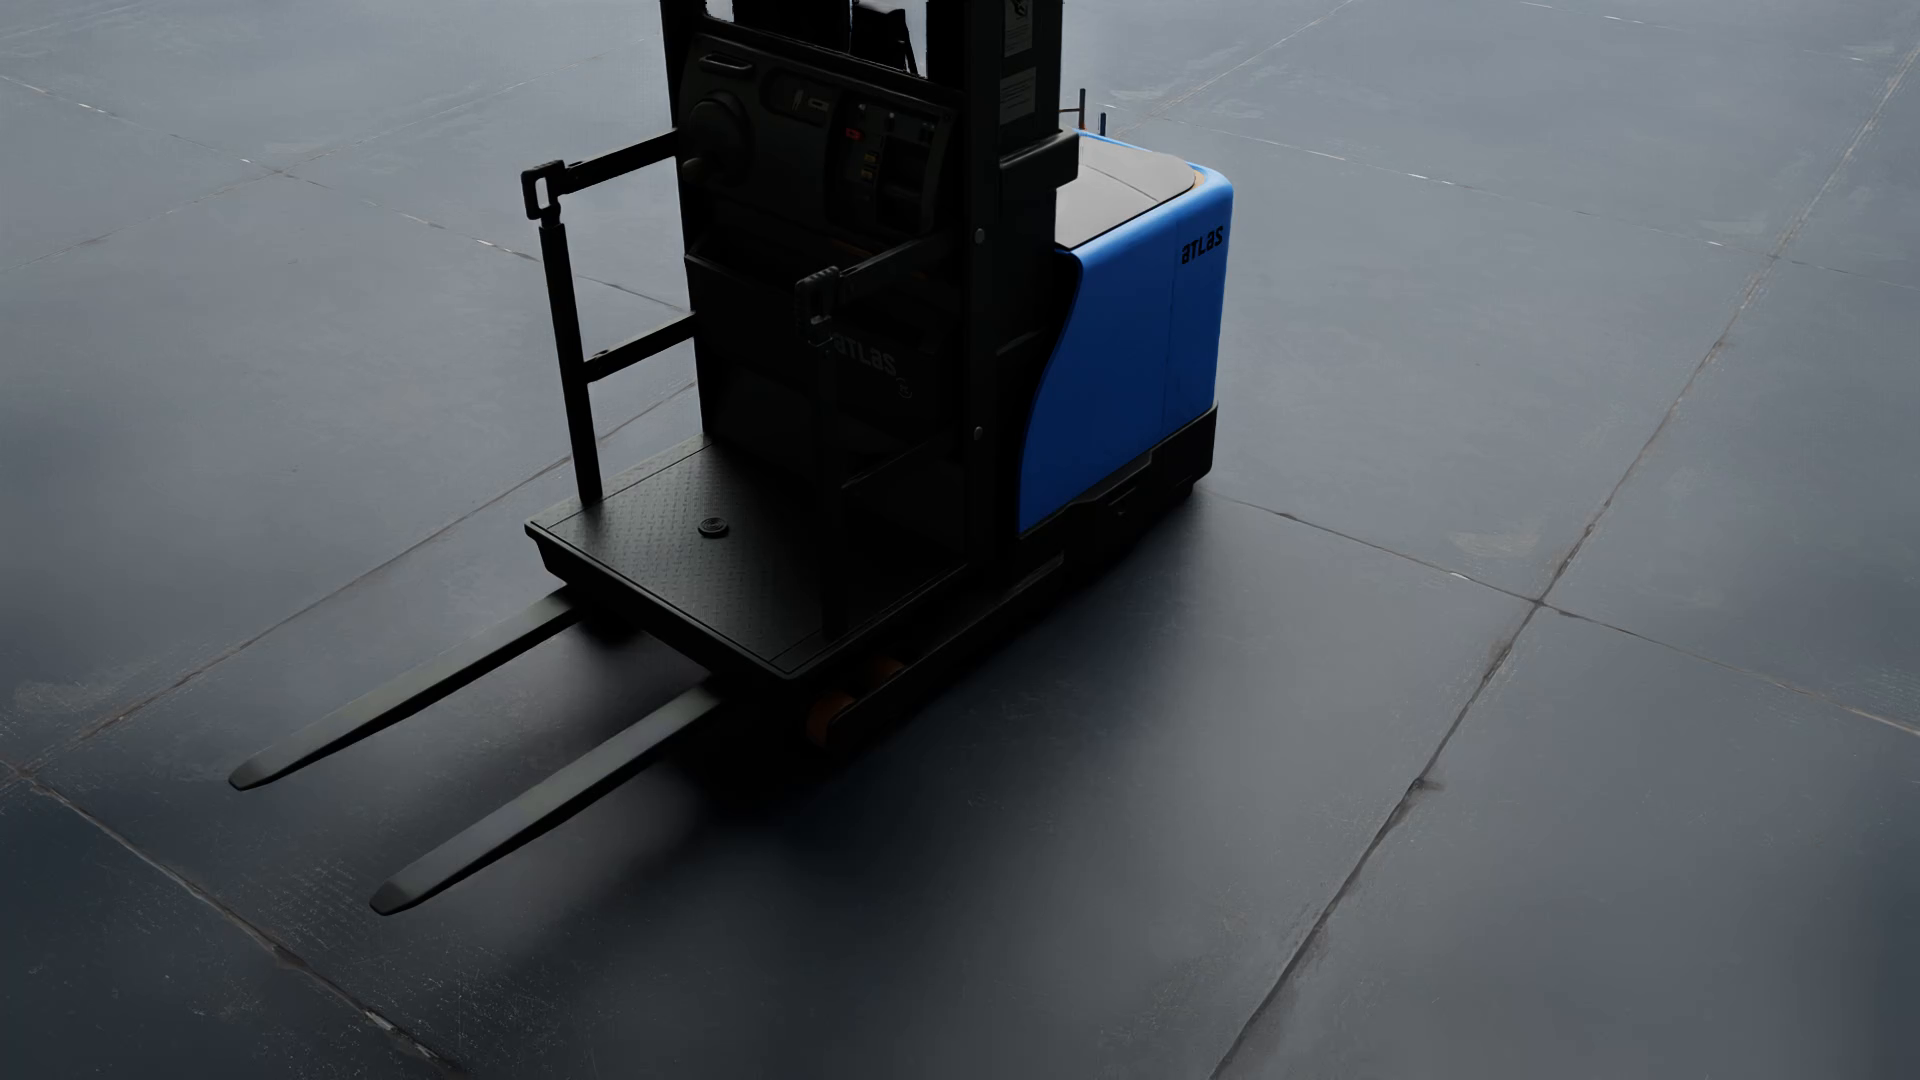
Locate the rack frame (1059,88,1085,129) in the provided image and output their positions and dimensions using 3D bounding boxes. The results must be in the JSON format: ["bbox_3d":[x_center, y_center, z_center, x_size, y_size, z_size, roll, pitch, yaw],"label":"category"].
[{"bbox_3d":[0.327,-1.086,5.919,0.200,1.050,0.008,-7,35,-10],"label":"rack frame"}]

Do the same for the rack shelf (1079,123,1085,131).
[{"bbox_3d":[0.354,-1.246,5.667,0.215,0.259,0.240,-7,35,-10],"label":"rack shelf"}]

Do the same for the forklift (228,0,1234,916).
[{"bbox_3d":[-0.516,-0.969,4.066,1.130,2.935,3.031,26,42,33],"label":"forklift"}]

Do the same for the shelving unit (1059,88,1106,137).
[{"bbox_3d":[0.354,-1.019,5.820,0.215,1.050,0.252,-7,35,-10],"label":"shelving unit"}]

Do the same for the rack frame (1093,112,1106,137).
[{"bbox_3d":[0.380,-0.953,5.721,0.200,1.050,0.008,-7,35,-10],"label":"rack frame"}]
